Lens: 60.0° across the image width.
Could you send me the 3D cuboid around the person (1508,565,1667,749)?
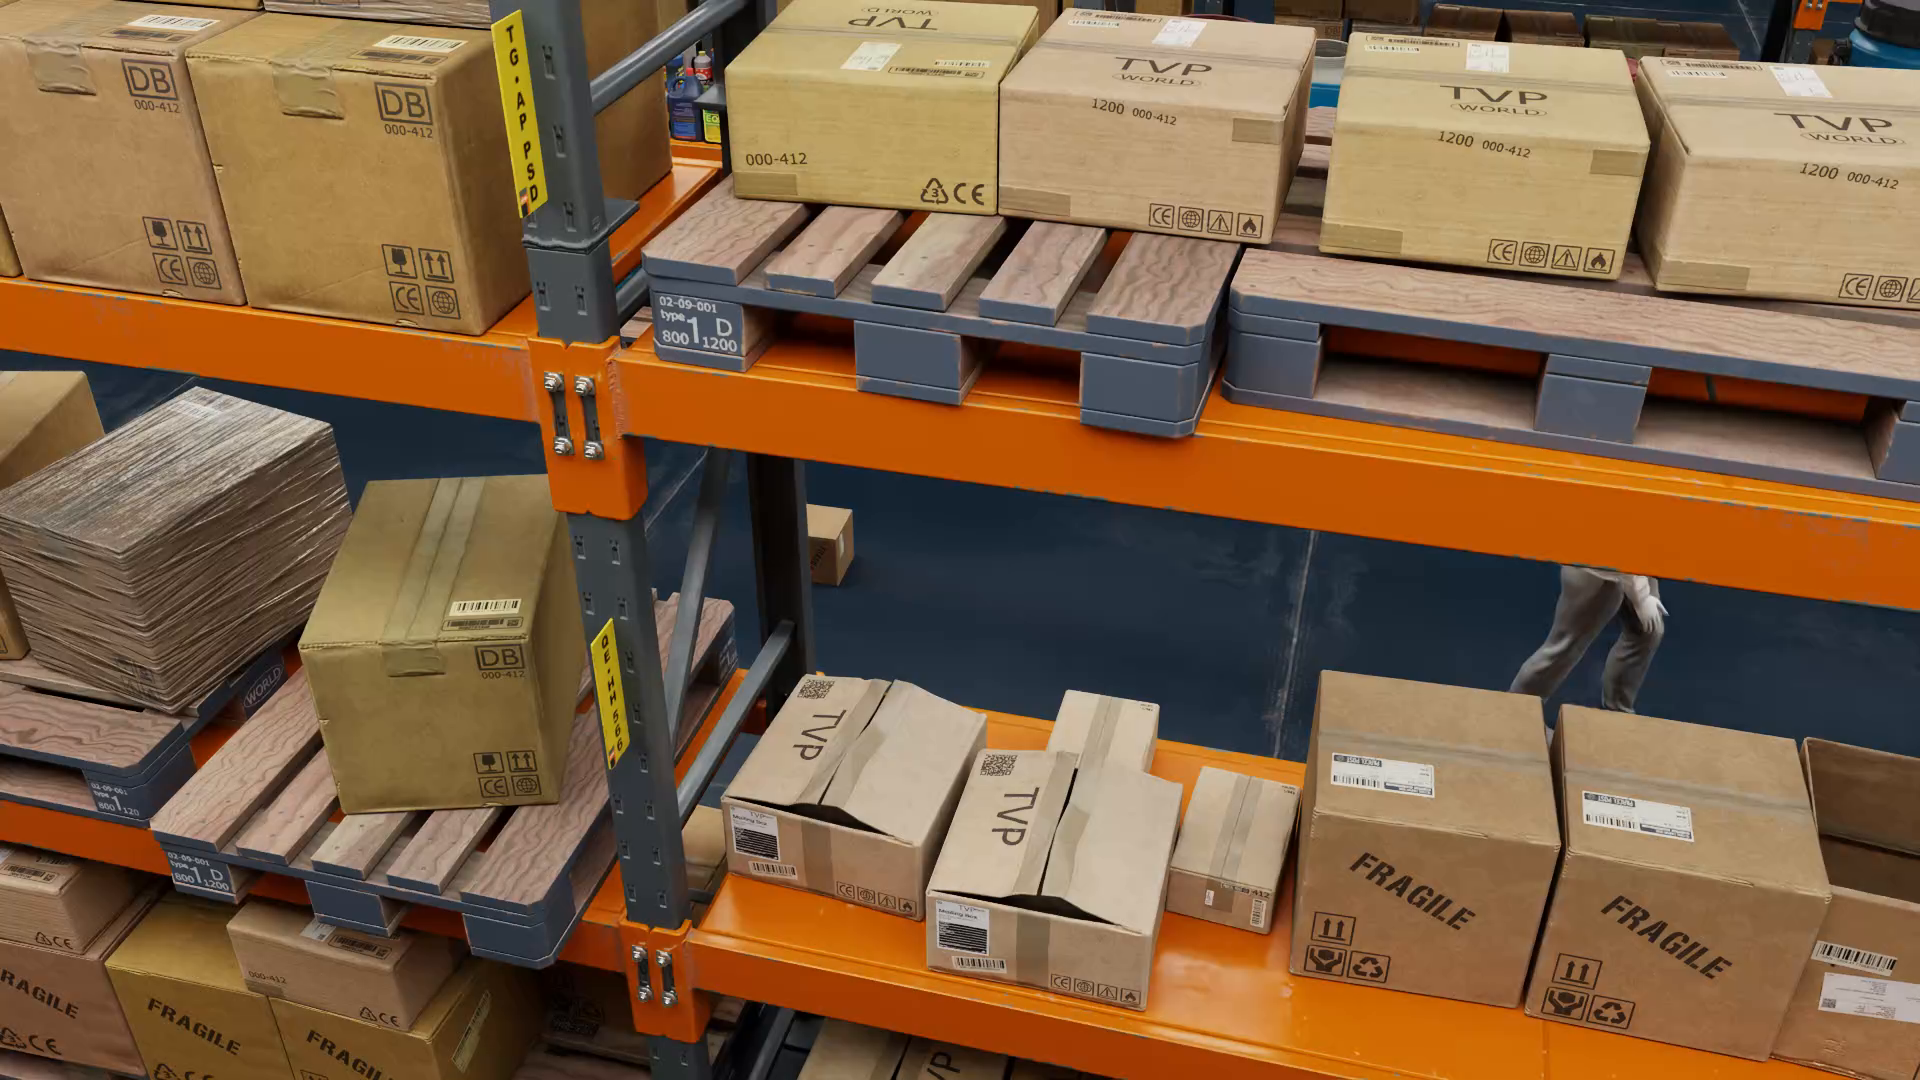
[{"bbox_3d":[2.359,0.123,5.951,0.585,1.747,0.491,15,36,21],"label":"person"}]
